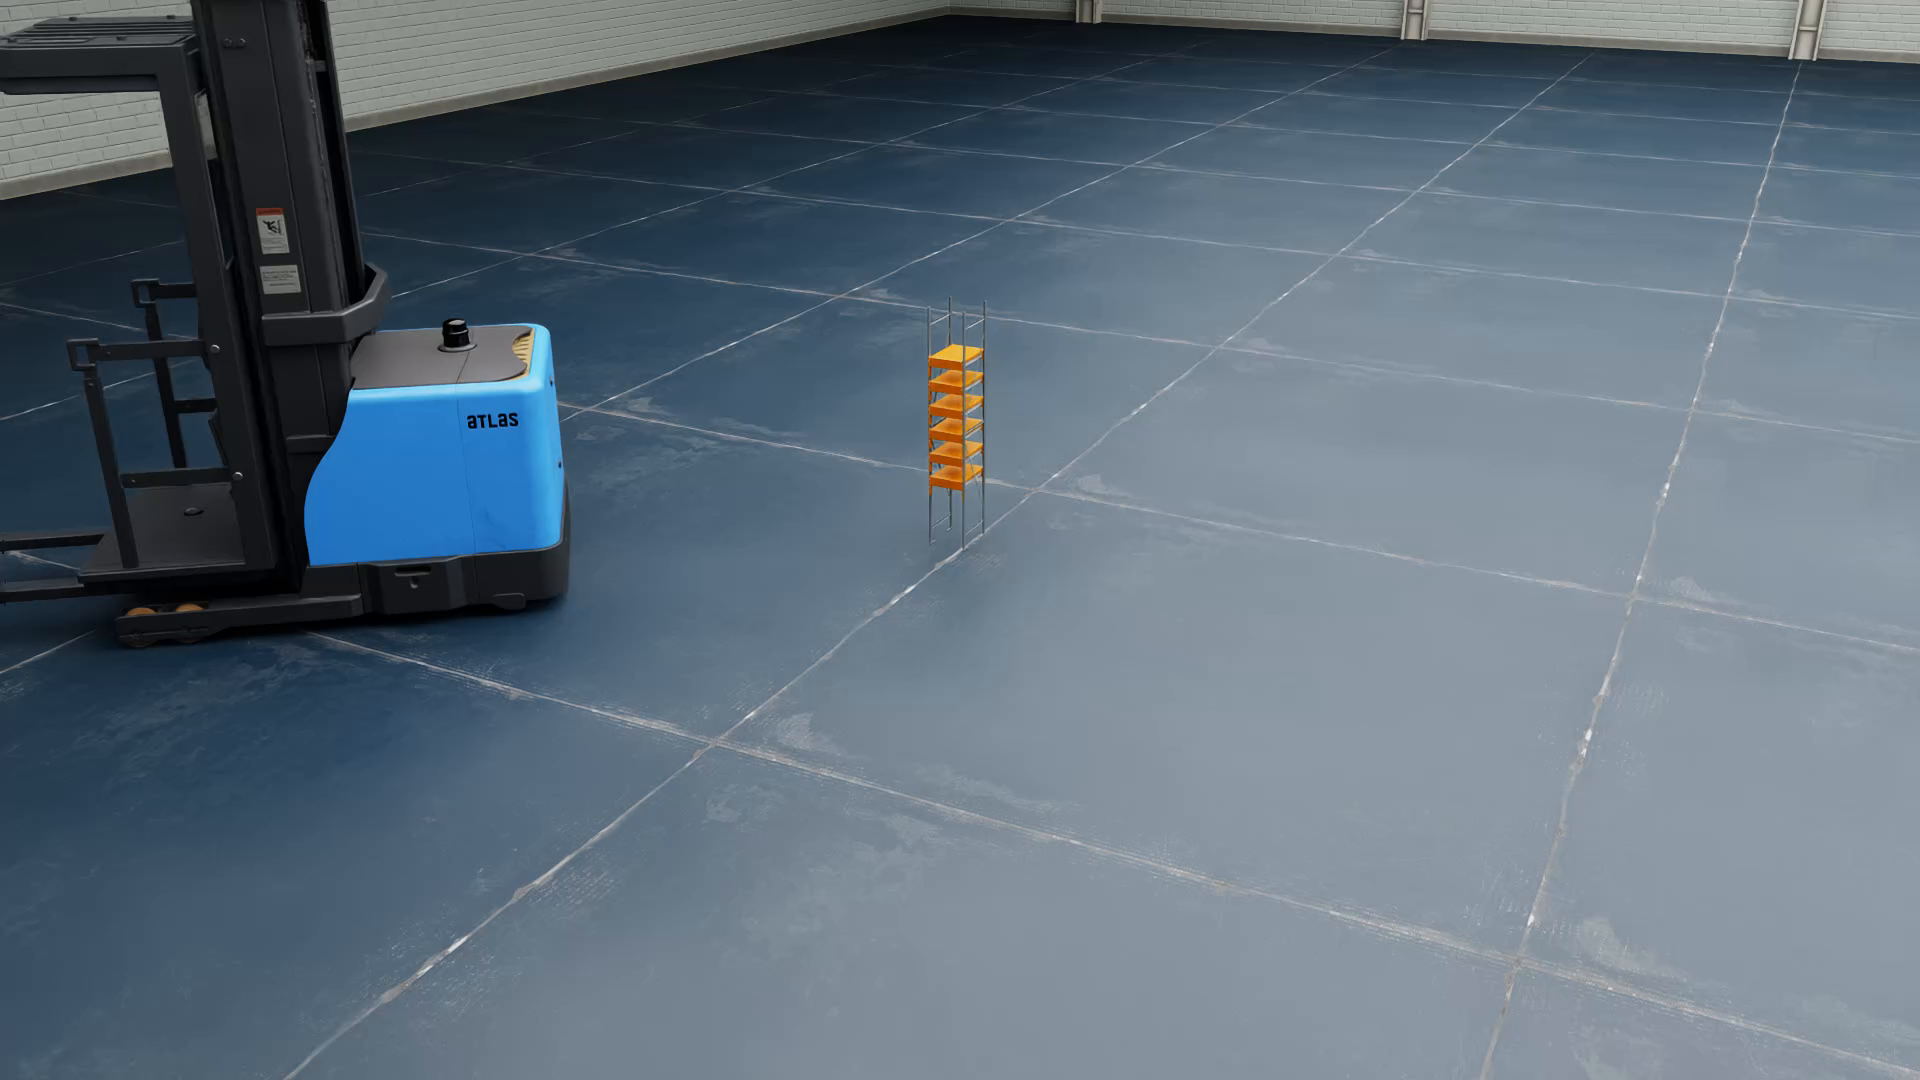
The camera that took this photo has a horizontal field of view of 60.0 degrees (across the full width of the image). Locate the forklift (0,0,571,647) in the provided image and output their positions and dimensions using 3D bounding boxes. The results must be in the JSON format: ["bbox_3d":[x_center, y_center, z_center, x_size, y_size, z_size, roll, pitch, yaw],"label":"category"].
[{"bbox_3d":[-3.352,-1.113,7.121,3.031,2.935,1.130,-4,23,-10],"label":"forklift"}]

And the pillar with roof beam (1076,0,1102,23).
[{"bbox_3d":[0.442,-12.239,25.530,0.400,9.000,9.100,11,25,25],"label":"pillar with roof beam"}]

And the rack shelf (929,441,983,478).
[{"bbox_3d":[-0.013,-0.403,8.086,0.180,0.103,0.258,11,25,25],"label":"rack shelf"}]

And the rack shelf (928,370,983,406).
[{"bbox_3d":[-0.013,-0.735,7.945,0.180,0.103,0.258,11,25,25],"label":"rack shelf"}]

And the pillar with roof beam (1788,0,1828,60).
[{"bbox_3d":[11.151,-10.120,20.547,0.400,9.000,9.100,11,25,25],"label":"pillar with roof beam"}]

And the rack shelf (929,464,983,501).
[{"bbox_3d":[-0.013,-0.293,8.133,0.180,0.103,0.258,11,25,25],"label":"rack shelf"}]

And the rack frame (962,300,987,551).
[{"bbox_3d":[0.069,-0.539,7.983,0.006,1.200,0.240,11,25,25],"label":"rack frame"}]

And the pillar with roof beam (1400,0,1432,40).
[{"bbox_3d":[5.797,-11.179,23.039,0.400,9.000,9.100,11,25,25],"label":"pillar with roof beam"}]

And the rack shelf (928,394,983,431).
[{"bbox_3d":[-0.013,-0.624,7.992,0.180,0.103,0.258,11,25,25],"label":"rack shelf"}]

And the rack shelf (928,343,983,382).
[{"bbox_3d":[-0.013,-0.845,7.898,0.180,0.103,0.258,11,25,25],"label":"rack shelf"}]

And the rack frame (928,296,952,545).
[{"bbox_3d":[-0.095,-0.571,8.059,0.006,1.200,0.240,11,25,25],"label":"rack frame"}]

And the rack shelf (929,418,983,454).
[{"bbox_3d":[-0.013,-0.514,8.039,0.180,0.103,0.258,11,25,25],"label":"rack shelf"}]

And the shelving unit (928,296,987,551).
[{"bbox_3d":[-0.013,-0.555,8.021,0.189,1.200,0.258,11,25,25],"label":"shelving unit"}]
